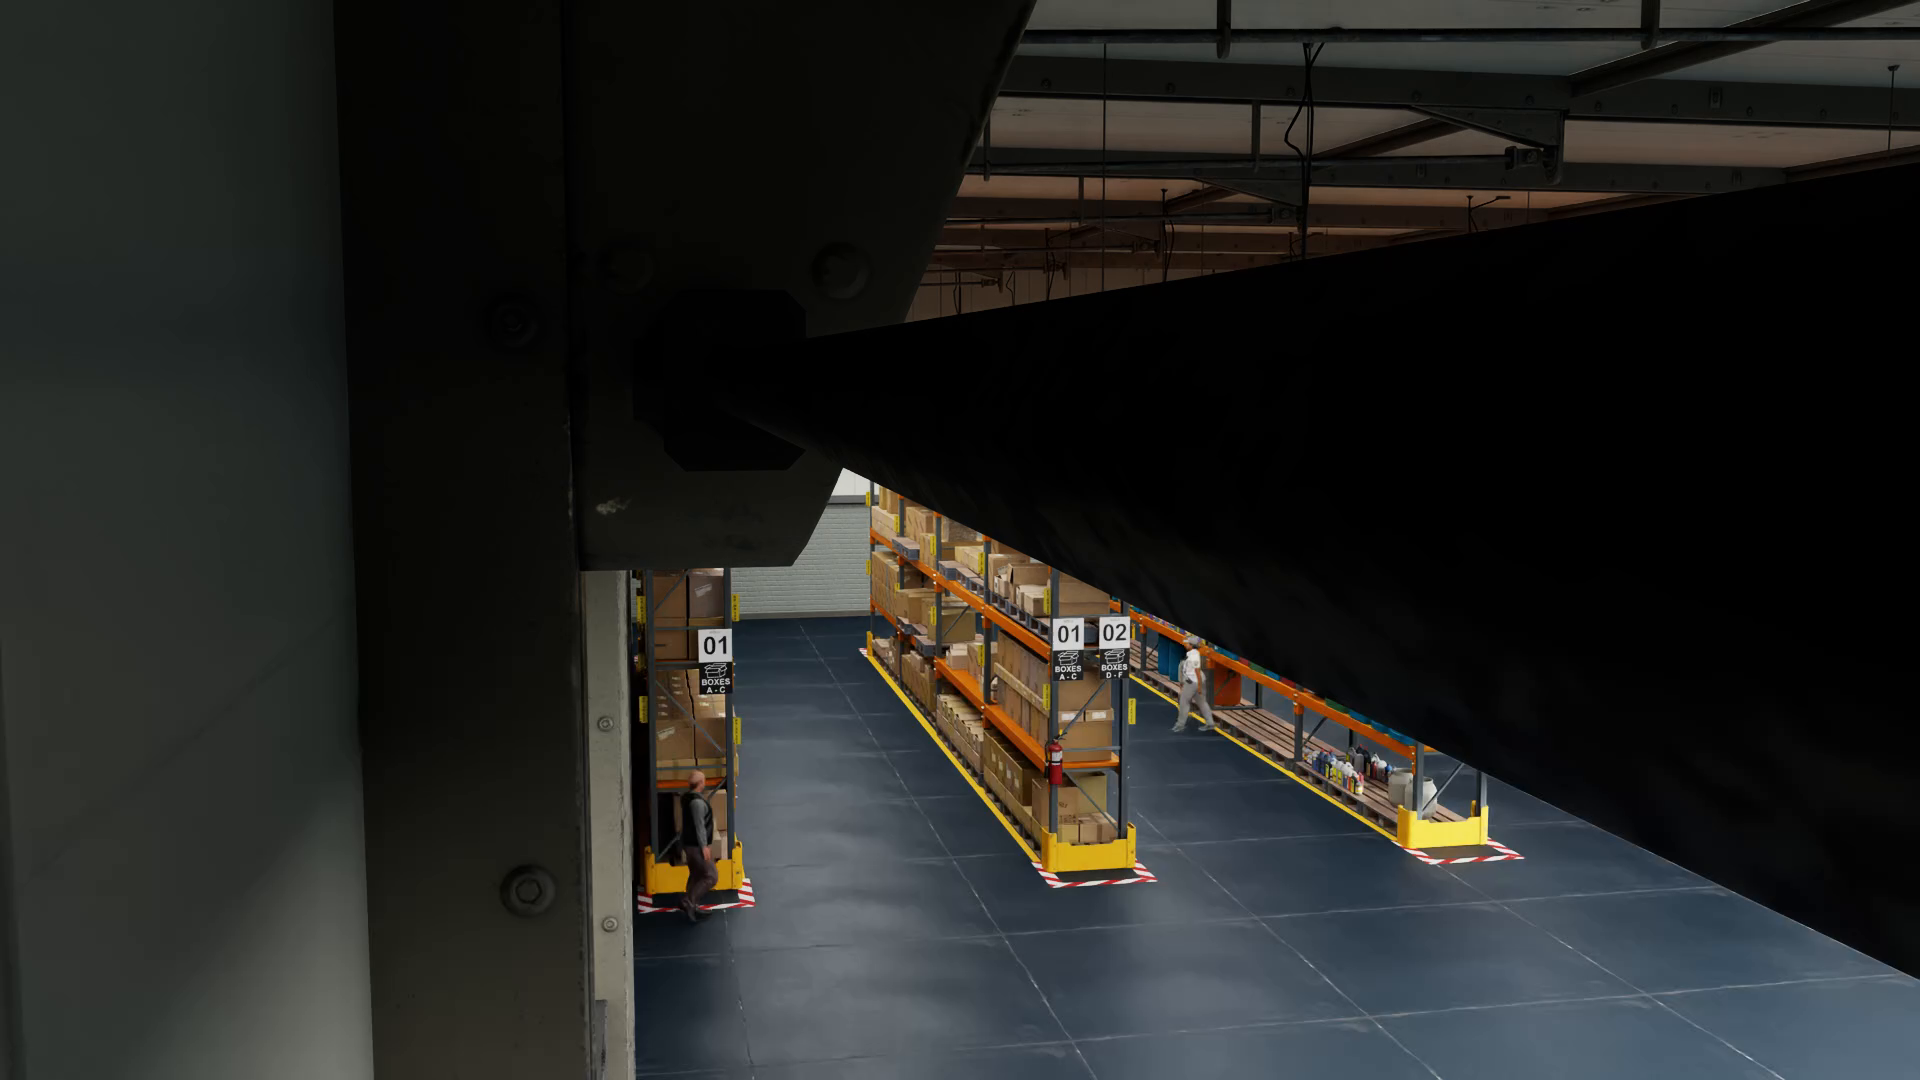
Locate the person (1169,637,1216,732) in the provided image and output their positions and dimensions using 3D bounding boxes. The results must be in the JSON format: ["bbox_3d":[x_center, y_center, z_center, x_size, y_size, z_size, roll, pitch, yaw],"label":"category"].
[{"bbox_3d":[4.068,2.511,28.877,0.782,1.678,0.517,3,6,23],"label":"person"}]

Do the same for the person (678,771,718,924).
[{"bbox_3d":[-3.005,3.480,18.960,0.459,1.718,0.550,-1,6,-14],"label":"person"}]
